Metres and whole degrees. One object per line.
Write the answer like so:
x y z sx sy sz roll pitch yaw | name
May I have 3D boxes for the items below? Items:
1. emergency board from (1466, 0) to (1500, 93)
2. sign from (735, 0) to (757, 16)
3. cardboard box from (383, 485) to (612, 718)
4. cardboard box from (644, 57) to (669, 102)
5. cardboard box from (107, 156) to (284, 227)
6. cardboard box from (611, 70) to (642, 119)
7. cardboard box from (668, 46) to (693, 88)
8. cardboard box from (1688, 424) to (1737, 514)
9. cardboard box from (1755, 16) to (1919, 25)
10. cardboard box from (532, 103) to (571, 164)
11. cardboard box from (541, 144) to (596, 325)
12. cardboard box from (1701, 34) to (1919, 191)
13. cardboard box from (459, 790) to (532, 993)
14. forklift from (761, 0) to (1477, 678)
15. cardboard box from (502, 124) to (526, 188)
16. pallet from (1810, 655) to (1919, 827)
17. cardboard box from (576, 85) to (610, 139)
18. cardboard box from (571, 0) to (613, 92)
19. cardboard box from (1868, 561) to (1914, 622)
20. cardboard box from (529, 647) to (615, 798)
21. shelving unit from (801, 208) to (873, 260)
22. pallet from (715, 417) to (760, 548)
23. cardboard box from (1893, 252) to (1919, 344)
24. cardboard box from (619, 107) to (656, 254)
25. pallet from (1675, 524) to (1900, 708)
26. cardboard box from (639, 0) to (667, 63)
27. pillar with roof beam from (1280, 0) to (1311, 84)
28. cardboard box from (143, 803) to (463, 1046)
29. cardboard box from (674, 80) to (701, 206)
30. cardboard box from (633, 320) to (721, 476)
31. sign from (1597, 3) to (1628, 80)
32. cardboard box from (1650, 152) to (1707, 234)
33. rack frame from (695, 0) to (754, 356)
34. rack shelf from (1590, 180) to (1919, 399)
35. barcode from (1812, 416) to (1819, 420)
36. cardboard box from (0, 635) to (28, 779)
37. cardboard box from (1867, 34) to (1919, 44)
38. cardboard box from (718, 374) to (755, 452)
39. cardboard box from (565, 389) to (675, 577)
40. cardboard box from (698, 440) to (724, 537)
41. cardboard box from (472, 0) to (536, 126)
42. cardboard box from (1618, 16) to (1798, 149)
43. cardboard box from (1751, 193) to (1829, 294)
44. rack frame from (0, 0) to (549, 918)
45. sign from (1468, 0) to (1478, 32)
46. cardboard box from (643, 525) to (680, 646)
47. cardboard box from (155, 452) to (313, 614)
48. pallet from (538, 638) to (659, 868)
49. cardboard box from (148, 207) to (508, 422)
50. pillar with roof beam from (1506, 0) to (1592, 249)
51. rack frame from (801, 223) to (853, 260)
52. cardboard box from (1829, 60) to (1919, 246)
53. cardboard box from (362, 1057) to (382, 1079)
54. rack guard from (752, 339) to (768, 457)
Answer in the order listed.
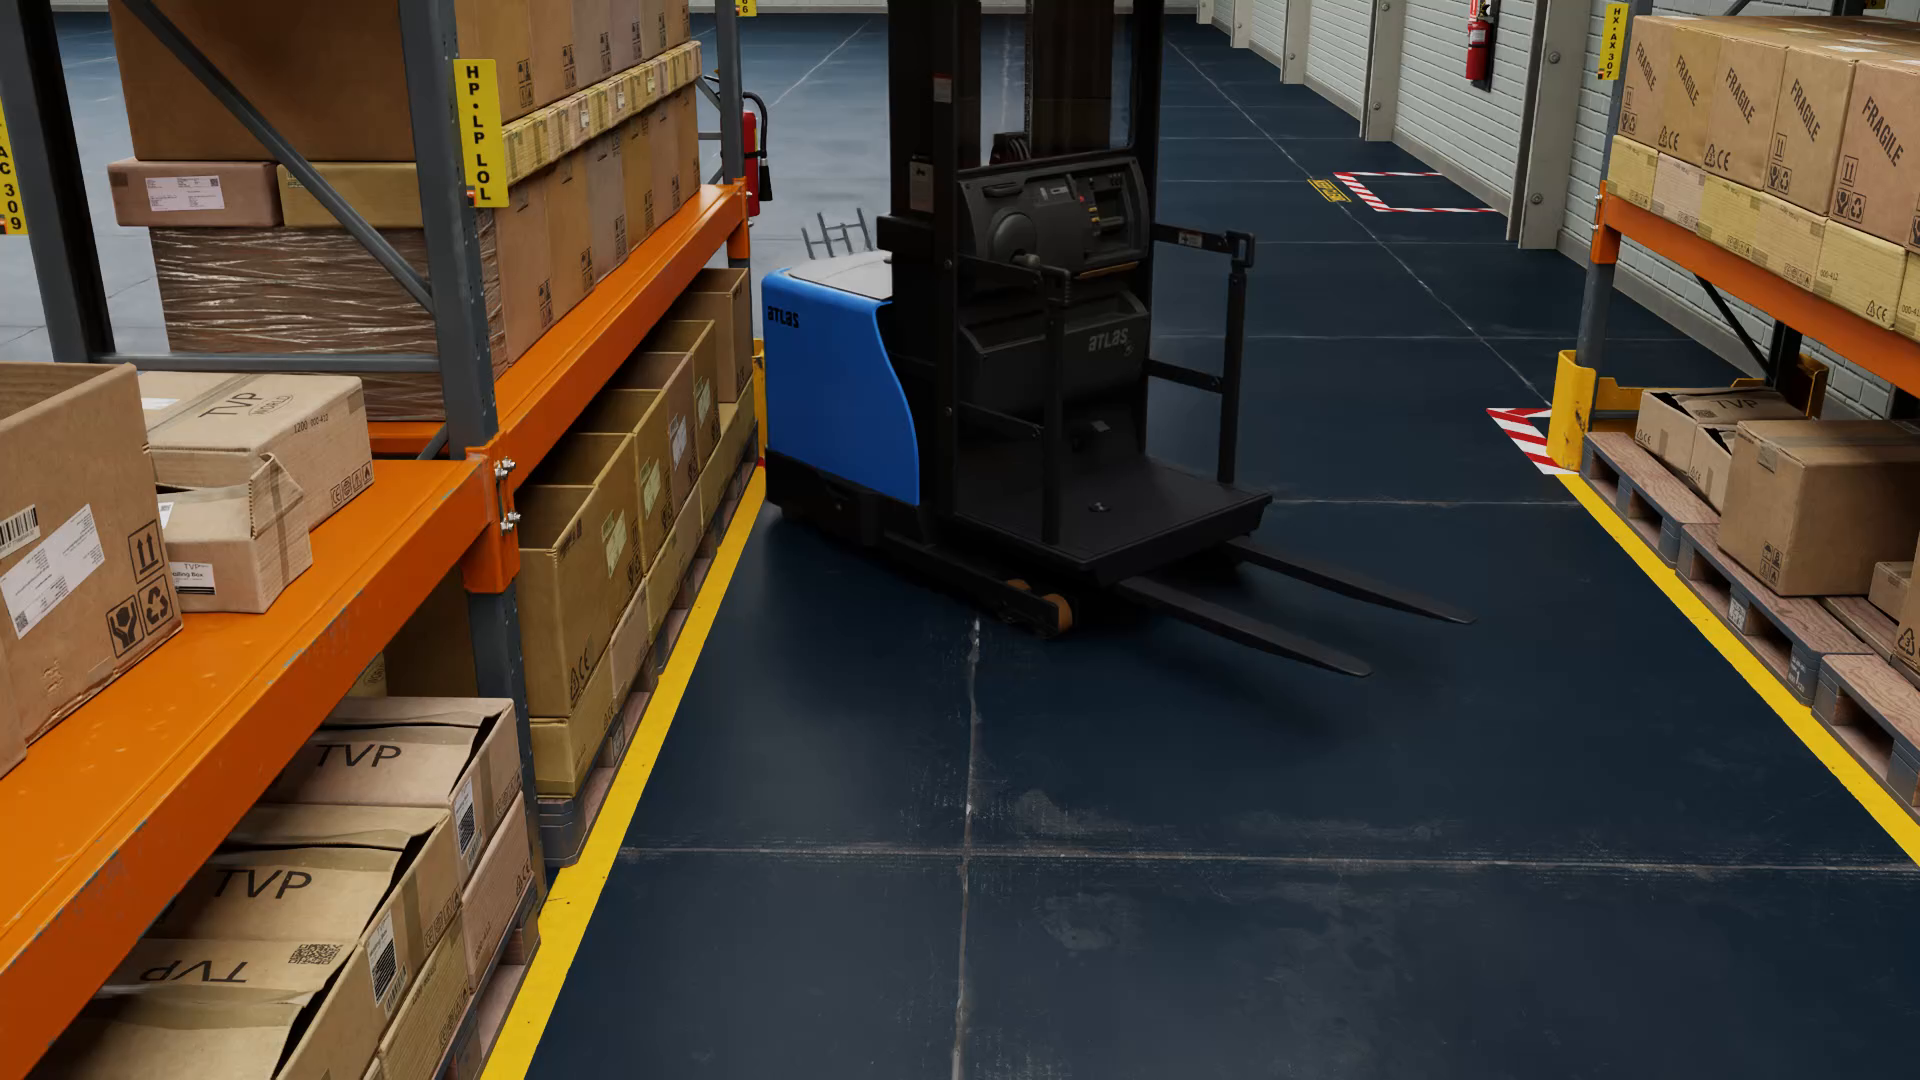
4.588 -4.606 14.754 0.194 1.169 0.643 1 21 2 | emergency board
-0.960 -2.499 7.395 0.100 0.325 0.005 1 21 2 | sign
-1.297 0.159 4.657 0.500 0.500 0.500 1 21 2 | cardboard box
-1.348 -1.790 6.462 0.380 0.149 0.250 1 21 2 | cardboard box
-1.830 -0.863 4.072 0.380 0.149 0.250 1 21 2 | cardboard box
-1.361 -1.600 5.972 0.380 0.149 0.250 1 21 3 | cardboard box
-1.330 -1.974 6.934 0.380 0.149 0.250 1 21 3 | cardboard box
3.321 -0.303 6.772 0.500 0.311 0.500 2 21 6 | cardboard box
3.647 -1.923 6.981 0.500 0.500 0.500 0 21 1 | cardboard box
-1.392 -1.227 5.009 0.380 0.149 0.250 0 21 0 | cardboard box
-1.588 -0.993 5.302 0.700 0.500 0.500 1 21 2 | cardboard box
3.087 -1.561 6.048 0.500 0.500 0.500 0 21 0 | cardboard box
-1.347 0.826 3.975 0.500 0.250 0.500 0 21 1 | cardboard box
0.513 -1.211 6.098 1.130 2.935 3.031 -18 28 -39 | forklift
-1.409 -1.042 4.532 0.380 0.149 0.250 0 21 0 | cardboard box
3.313 0.696 4.942 1.003 0.211 1.213 1 21 2 | pallet
-1.379 -1.418 5.501 0.380 0.149 0.250 0 21 1 | cardboard box
-1.571 -1.770 5.512 0.700 0.500 0.500 1 21 2 | cardboard box
3.396 0.186 5.737 0.380 0.149 0.250 -1 21 -3 | cardboard box
-1.307 0.508 4.793 0.500 0.250 0.500 1 21 2 | cardboard box
-0.453 -0.991 8.021 0.258 1.200 0.189 -14 -6 -32 | shelving unit
-1.484 -0.283 7.466 1.003 0.211 1.213 1 21 2 | pallet
3.062 -0.654 4.748 0.500 0.250 0.500 1 21 2 | cardboard box
-1.561 -1.368 6.270 0.700 0.500 0.500 1 21 2 | cardboard box
3.347 0.254 6.082 1.003 0.211 1.213 1 21 2 | pallet
-1.542 -2.133 6.448 0.700 0.500 0.500 0 21 0 | cardboard box
0.537 -10.896 22.672 9.100 9.000 0.400 1 21 2 | pillar with roof beam
-1.359 0.749 3.397 0.500 0.311 0.500 1 21 3 | cardboard box
-1.529 -1.738 7.222 0.700 0.500 0.500 1 21 2 | cardboard box
-1.237 -0.564 6.521 0.500 0.500 0.500 1 21 2 | cardboard box
2.907 -2.216 7.397 0.100 0.325 0.005 1 21 2 | sign
3.115 -1.385 6.632 0.500 0.250 0.500 0 21 0 | cardboard box
-1.502 -1.860 7.675 1.000 3.000 0.127 1 21 2 | rack frame
3.388 -0.748 5.805 1.077 0.370 4.000 1 21 2 | rack shelf
3.737 -0.502 7.273 0.001 0.075 0.075 1 21 2 | barcode
-1.695 0.189 2.257 0.500 0.500 0.500 1 21 2 | cardboard box
3.611 -1.554 6.030 0.500 0.500 0.500 0 21 0 | cardboard box
-1.223 -0.576 7.589 0.500 0.250 0.500 1 21 2 | cardboard box
-1.267 -0.203 5.589 0.500 0.500 0.500 1 21 2 | cardboard box
-1.240 -0.215 6.656 0.500 0.250 0.500 1 21 2 | cardboard box
-1.603 -1.408 4.580 0.700 0.500 0.500 1 21 1 | cardboard box
3.134 -1.926 6.990 0.500 0.500 0.500 1 21 2 | cardboard box
3.076 -1.018 5.686 0.500 0.250 0.500 1 21 2 | cardboard box
-1.624 -0.413 3.948 1.000 3.000 0.127 1 21 2 | rack frame
4.708 -4.822 15.260 0.001 0.329 0.234 1 21 2 | sign
-1.266 0.147 5.724 0.500 0.250 0.500 1 21 2 | cardboard box
-1.467 -0.031 3.148 0.396 0.266 0.258 0 21 0 | cardboard box
-1.558 0.599 5.192 1.003 0.211 1.213 1 21 2 | pallet
-1.617 -0.621 4.343 0.700 0.500 0.500 0 21 0 | cardboard box
0.172 -6.558 11.489 9.100 9.000 0.400 1 21 2 | pillar with roof beam
-0.498 -0.970 8.098 0.240 1.200 0.006 -14 -6 -32 | rack frame
3.068 -1.186 5.082 0.500 0.500 0.500 0 21 0 | cardboard box
-1.379 1.194 3.027 0.500 0.250 0.500 1 21 3 | cardboard box
-1.502 -0.703 8.150 1.175 0.500 0.348 1 21 2 | rack guard
